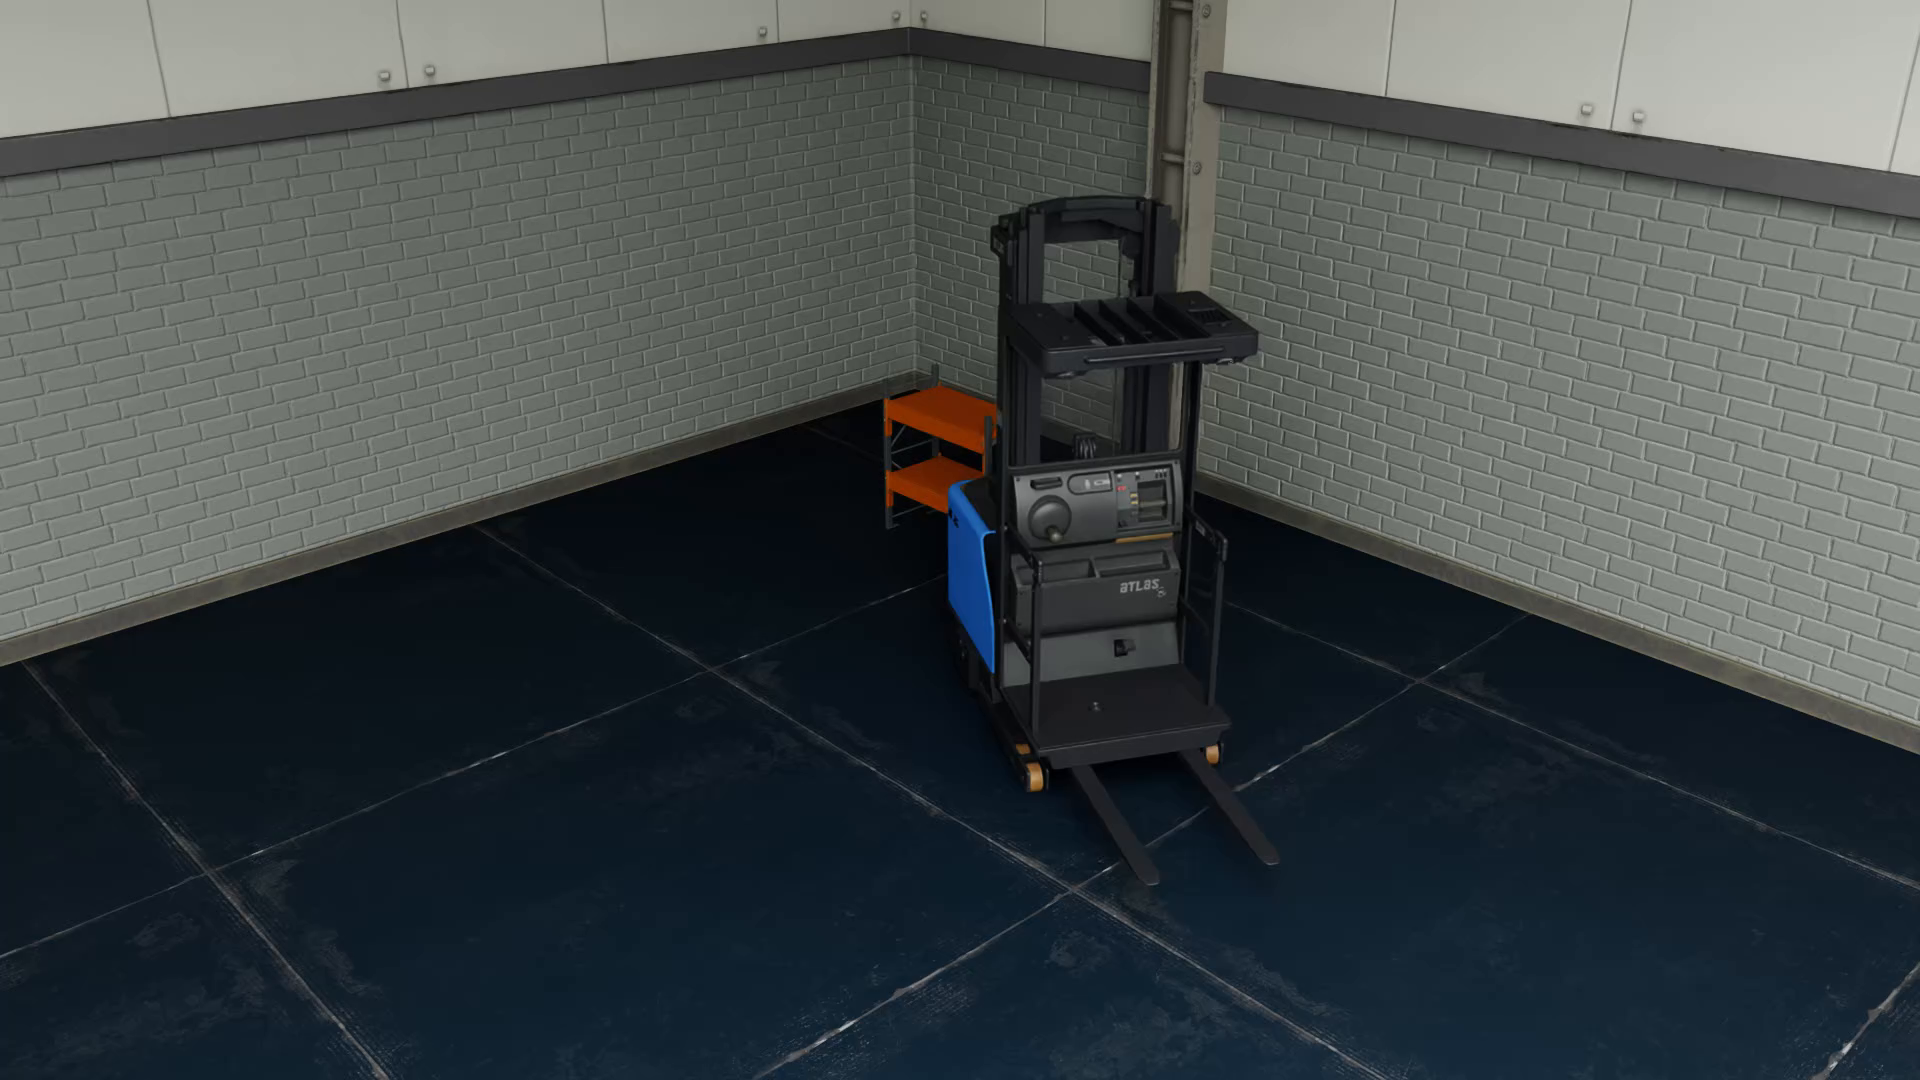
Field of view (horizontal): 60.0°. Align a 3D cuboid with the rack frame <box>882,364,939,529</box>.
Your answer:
[{"bbox_3d":[-0.343,-0.664,11.850,0.500,1.125,0.032,-21,32,-38],"label":"rack frame"}]

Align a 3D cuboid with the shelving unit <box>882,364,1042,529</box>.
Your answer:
[{"bbox_3d":[0.005,-0.510,11.512,0.538,1.125,1.048,-21,32,-38],"label":"shelving unit"}]

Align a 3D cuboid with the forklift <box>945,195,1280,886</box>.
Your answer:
[{"bbox_3d":[0.792,-0.173,8.598,1.130,2.935,3.031,-6,25,-14],"label":"forklift"}]

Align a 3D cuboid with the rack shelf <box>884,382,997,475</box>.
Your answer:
[{"bbox_3d":[0.005,-0.776,11.391,0.538,0.278,1.000,-21,32,-38],"label":"rack shelf"}]

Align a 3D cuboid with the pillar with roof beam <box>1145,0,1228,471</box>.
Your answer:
[{"bbox_3d":[-1.595,-3.275,8.087,9.100,9.000,0.400,-21,32,-38],"label":"pillar with roof beam"}]

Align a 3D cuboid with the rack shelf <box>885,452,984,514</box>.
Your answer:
[{"bbox_3d":[0.005,-0.287,11.614,0.538,0.278,1.000,-21,32,-38],"label":"rack shelf"}]

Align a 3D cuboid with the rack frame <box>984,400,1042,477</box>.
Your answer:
[{"bbox_3d":[0.352,-0.356,11.174,0.500,1.125,0.032,-21,32,-38],"label":"rack frame"}]
